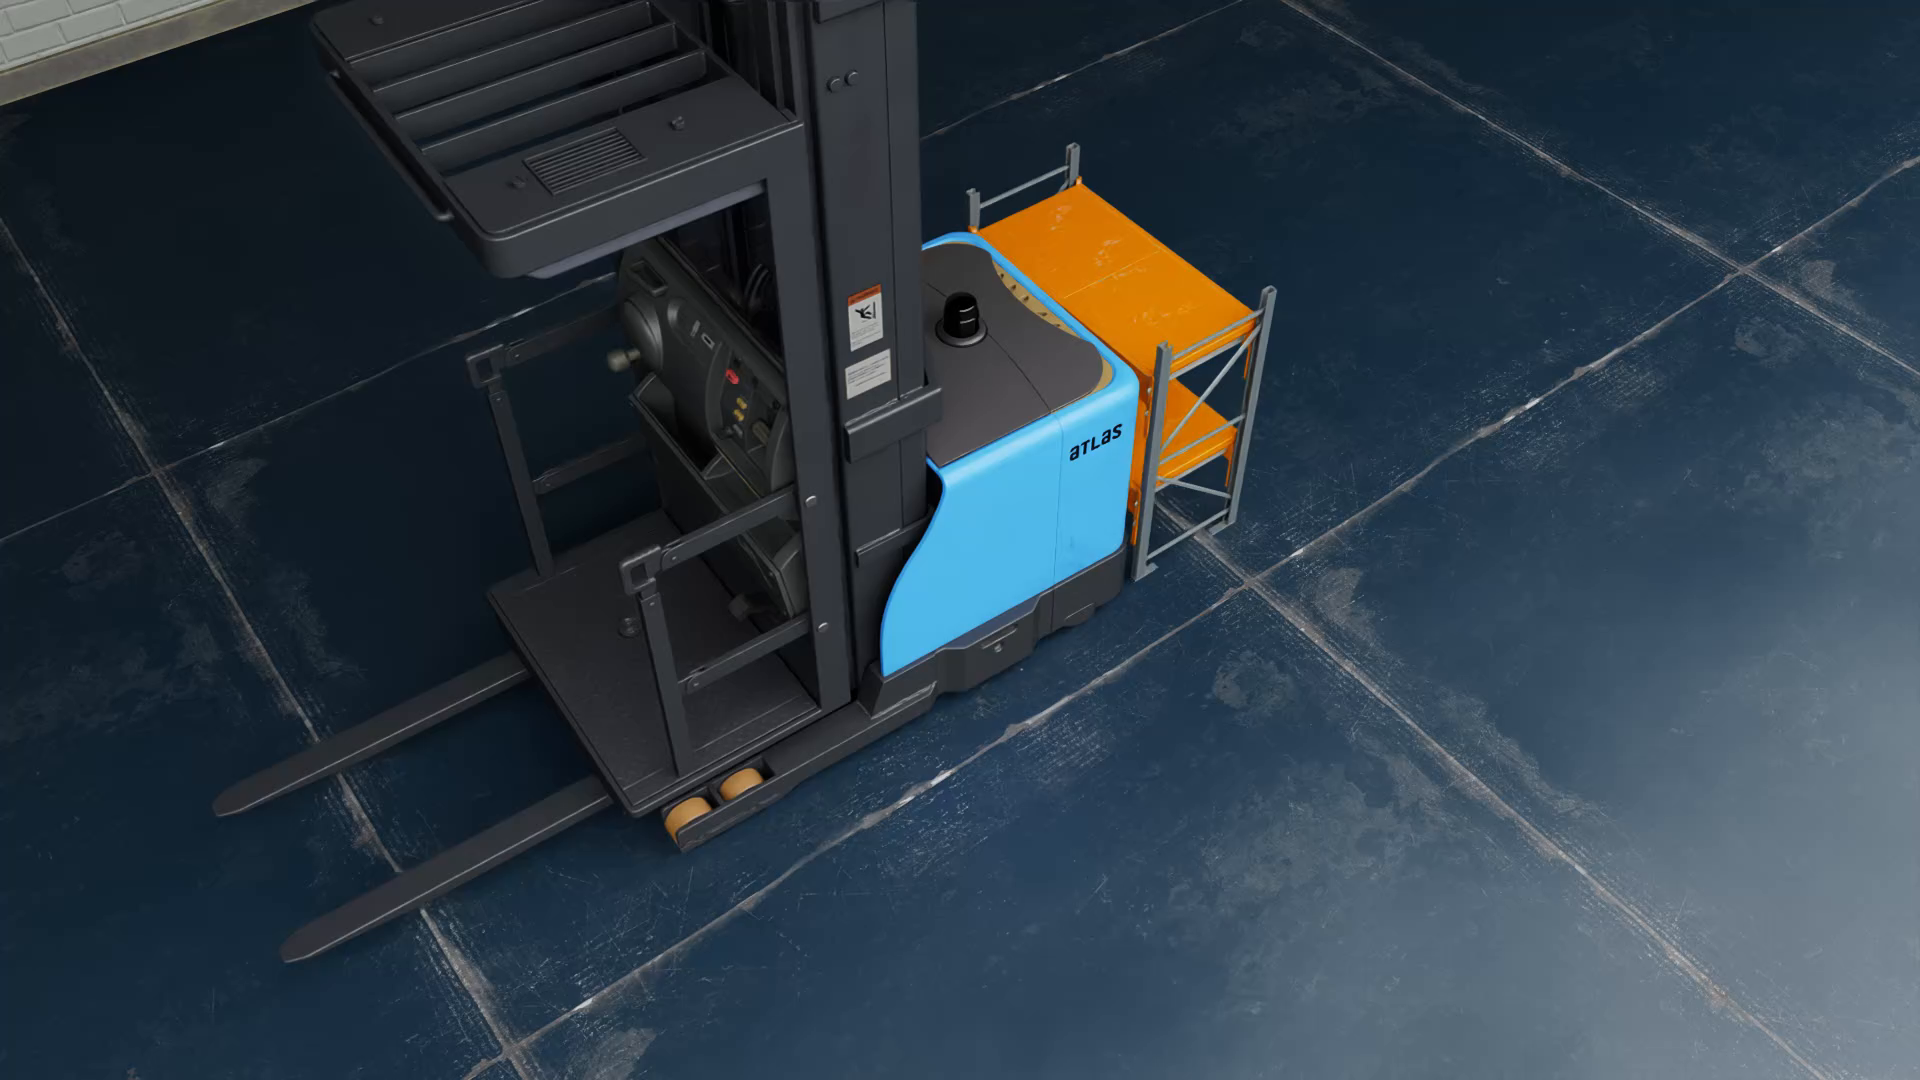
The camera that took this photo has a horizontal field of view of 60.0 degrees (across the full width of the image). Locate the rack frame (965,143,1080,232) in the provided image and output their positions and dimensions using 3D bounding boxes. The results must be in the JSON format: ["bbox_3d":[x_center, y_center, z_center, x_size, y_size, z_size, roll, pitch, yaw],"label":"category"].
[{"bbox_3d":[0.226,-0.947,6.349,0.500,1.125,0.032,-29,54,-24],"label":"rack frame"}]

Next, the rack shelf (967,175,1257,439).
[{"bbox_3d":[0.531,-0.842,5.859,0.538,0.278,1.000,-29,54,-24],"label":"rack shelf"}]

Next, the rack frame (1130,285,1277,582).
[{"bbox_3d":[0.836,-0.344,5.803,0.500,1.125,0.032,-29,54,-24],"label":"rack frame"}]

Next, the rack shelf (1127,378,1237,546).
[{"bbox_3d":[0.531,-0.481,6.257,0.538,0.278,1.000,-29,54,-24],"label":"rack shelf"}]

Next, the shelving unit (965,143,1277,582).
[{"bbox_3d":[0.531,-0.646,6.076,0.538,1.125,1.048,-29,54,-24],"label":"shelving unit"}]

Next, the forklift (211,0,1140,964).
[{"bbox_3d":[-0.912,-0.447,4.677,3.031,2.935,1.130,-27,53,-23],"label":"forklift"}]
